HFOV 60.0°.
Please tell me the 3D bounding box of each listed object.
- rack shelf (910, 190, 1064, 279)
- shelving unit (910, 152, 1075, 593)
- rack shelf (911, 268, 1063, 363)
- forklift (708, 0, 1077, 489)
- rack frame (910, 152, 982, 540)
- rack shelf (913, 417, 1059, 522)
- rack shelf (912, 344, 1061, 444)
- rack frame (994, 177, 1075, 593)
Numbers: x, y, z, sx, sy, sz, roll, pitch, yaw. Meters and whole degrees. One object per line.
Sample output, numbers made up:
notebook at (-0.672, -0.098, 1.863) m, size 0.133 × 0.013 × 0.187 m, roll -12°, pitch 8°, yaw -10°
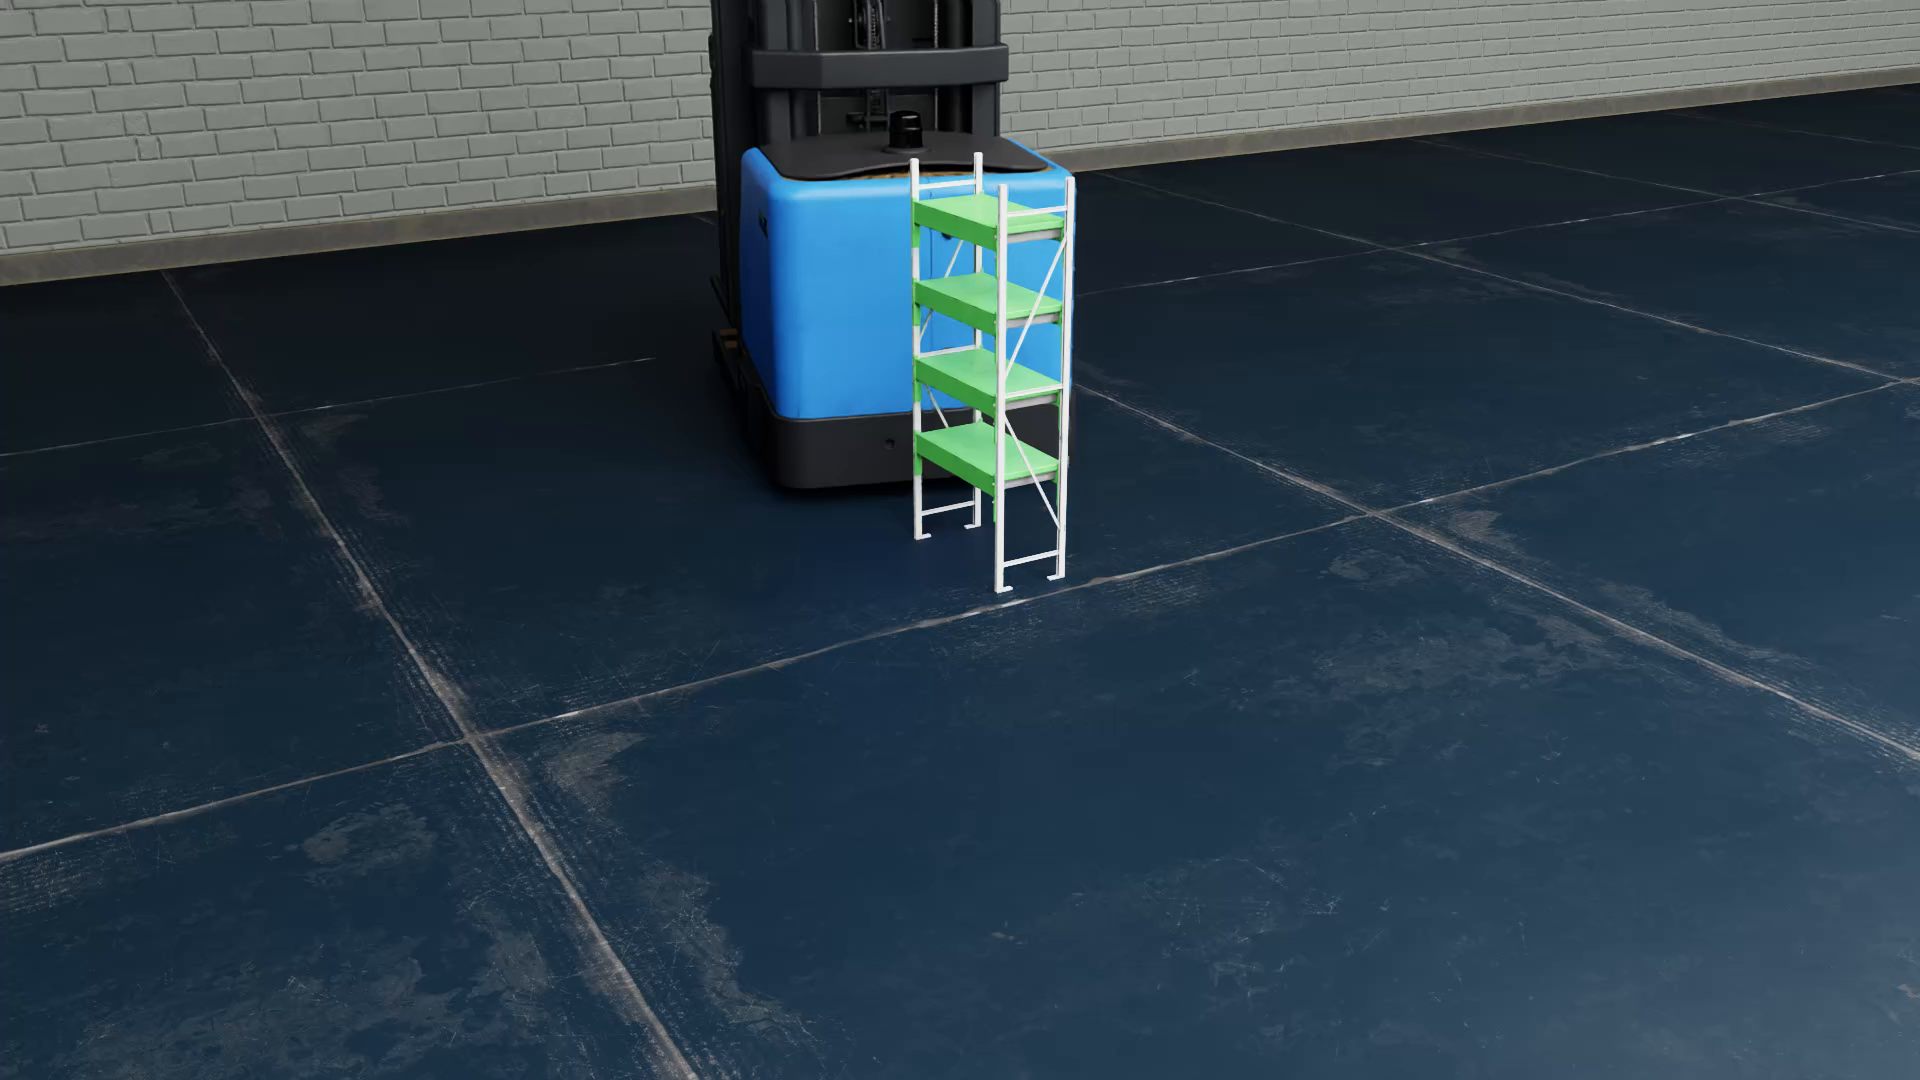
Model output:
rack shelf at (0.085, -0.888, 4.797) m, size 0.258 × 0.148 × 0.480 m, roll -13°, pitch 25°, yaw -28°
shelving unit at (0.085, -0.502, 4.954) m, size 0.258 × 1.200 × 0.503 m, roll -13°, pitch 25°, yaw -28°
rack shelf at (0.085, -0.665, 4.887) m, size 0.258 × 0.148 × 0.480 m, roll -13°, pitch 25°, yaw -28°
forklift at (-0.443, -2.052, 6.469) m, size 1.130 × 2.935 × 3.031 m, roll -5°, pitch 23°, yaw -12°
rack frame at (-0.040, -0.581, 5.148) m, size 0.240 × 1.200 × 0.015 m, roll -13°, pitch 25°, yaw -28°
rack shelf at (0.085, -0.221, 5.068) m, size 0.258 × 0.148 × 0.480 m, roll -13°, pitch 25°, yaw -28°
rack shelf at (0.085, -0.443, 4.978) m, size 0.258 × 0.148 × 0.480 m, roll -13°, pitch 25°, yaw -28°
rack frame at (0.209, -0.423, 4.759) m, size 0.240 × 1.200 × 0.015 m, roll -13°, pitch 25°, yaw -28°
